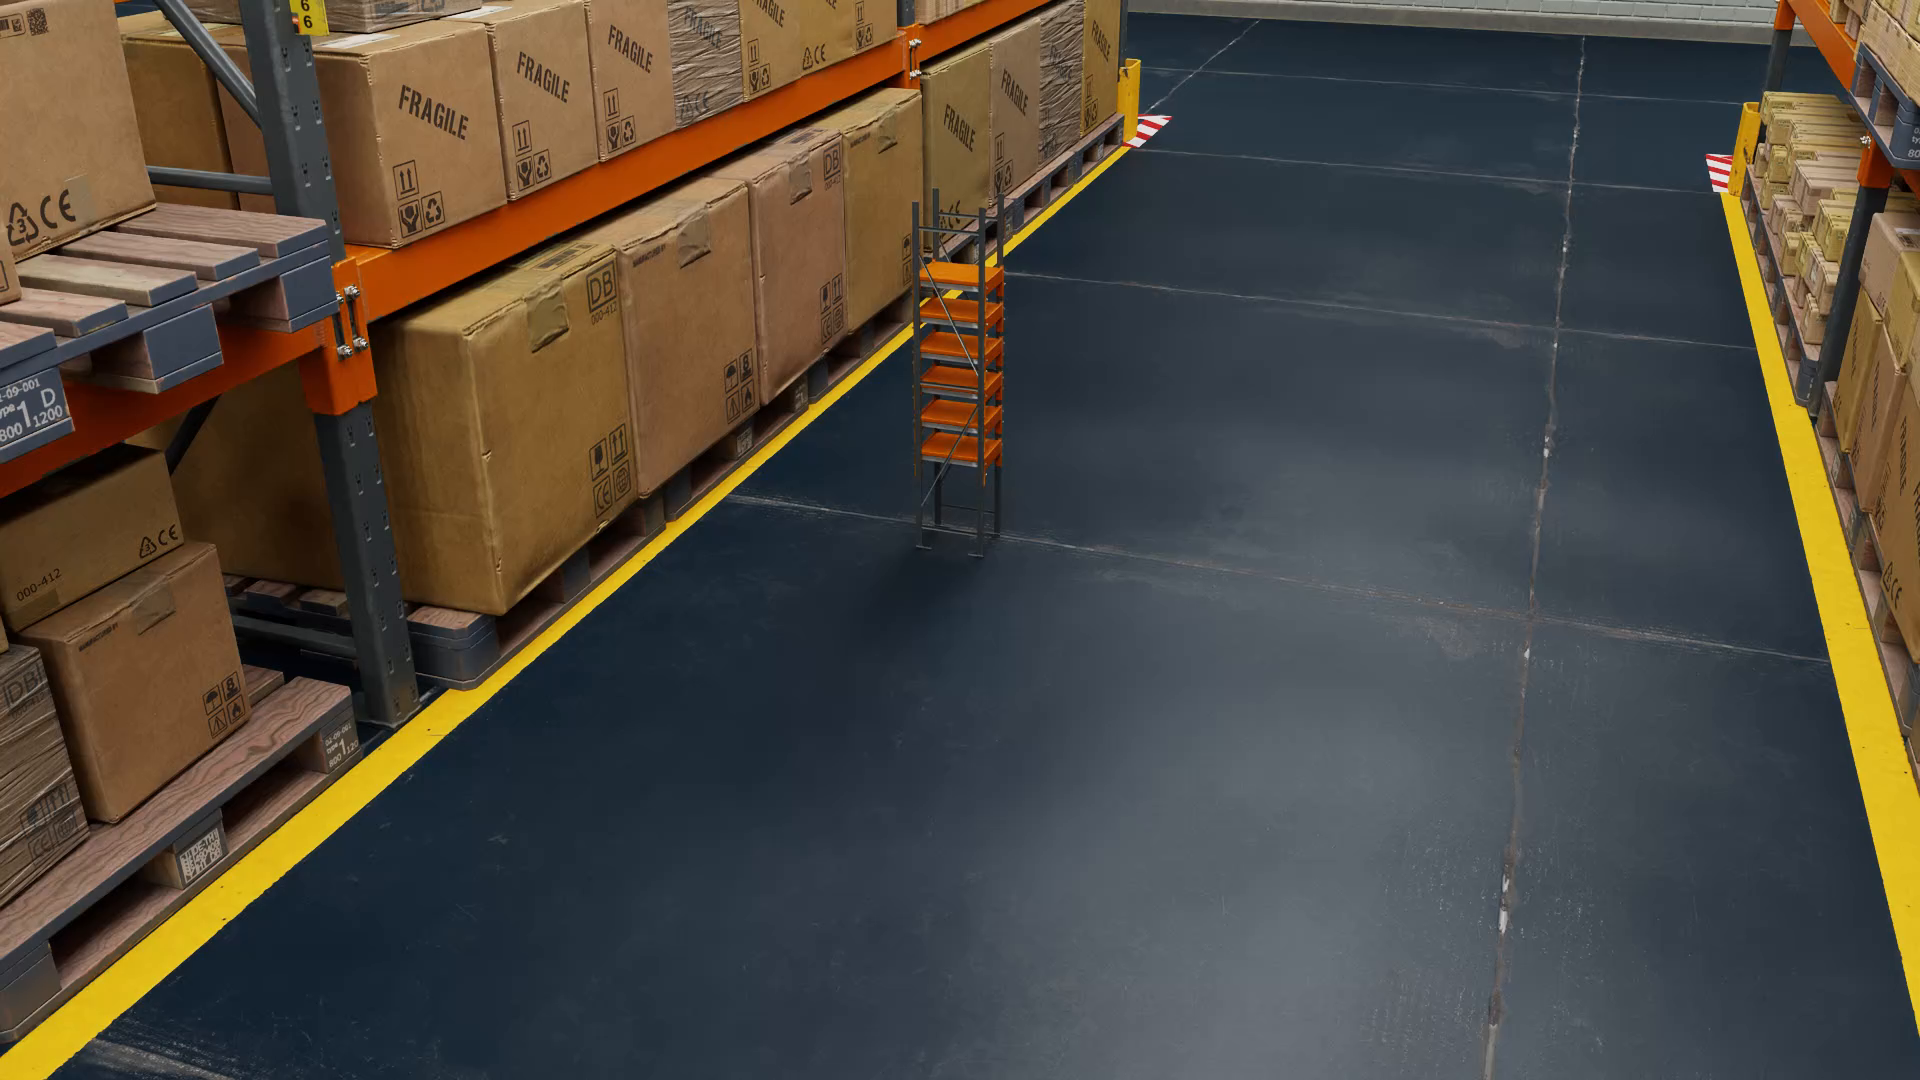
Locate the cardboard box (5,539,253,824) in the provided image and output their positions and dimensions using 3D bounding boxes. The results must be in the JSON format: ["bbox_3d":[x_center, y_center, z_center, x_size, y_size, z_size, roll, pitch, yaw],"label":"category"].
[{"bbox_3d":[-2.231,0.293,4.066,0.700,0.500,0.500,7,27,15],"label":"cardboard box"}]

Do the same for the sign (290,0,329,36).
[{"bbox_3d":[-1.512,-1.323,3.802,0.100,0.325,0.005,9,27,17],"label":"sign"}]

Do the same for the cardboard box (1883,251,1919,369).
[{"bbox_3d":[3.278,-0.712,5.304,0.500,0.250,0.500,10,27,19],"label":"cardboard box"}]

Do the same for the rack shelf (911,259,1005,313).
[{"bbox_3d":[-0.005,-0.818,5.339,0.258,0.103,0.180,9,27,17],"label":"rack shelf"}]

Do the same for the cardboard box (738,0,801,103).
[{"bbox_3d":[-0.932,-1.951,6.223,0.500,0.500,0.500,8,27,17],"label":"cardboard box"}]

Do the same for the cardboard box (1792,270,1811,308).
[{"bbox_3d":[3.950,-1.124,7.419,0.380,0.149,0.250,8,27,16],"label":"cardboard box"}]

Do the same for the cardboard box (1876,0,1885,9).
[{"bbox_3d":[3.383,-1.910,5.717,0.380,0.149,0.250,9,27,18],"label":"cardboard box"}]

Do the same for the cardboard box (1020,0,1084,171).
[{"bbox_3d":[0.195,-2.784,10.014,0.875,0.875,0.875,9,27,17],"label":"cardboard box"}]

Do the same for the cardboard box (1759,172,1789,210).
[{"bbox_3d":[4.528,-1.864,8.948,0.380,0.149,0.250,9,27,18],"label":"cardboard box"}]

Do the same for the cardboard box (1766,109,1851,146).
[{"bbox_3d":[4.601,-2.231,9.022,0.380,0.149,0.250,9,27,17],"label":"cardboard box"}]

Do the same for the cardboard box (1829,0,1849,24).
[{"bbox_3d":[4.275,-2.486,7.731,0.380,0.149,0.250,9,27,18],"label":"cardboard box"}]

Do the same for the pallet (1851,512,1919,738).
[{"bbox_3d":[3.286,0.283,4.923,1.003,0.211,1.213,9,27,17],"label":"pallet"}]

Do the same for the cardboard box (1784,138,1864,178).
[{"bbox_3d":[4.365,-1.903,8.345,0.380,0.149,0.250,9,27,18],"label":"cardboard box"}]

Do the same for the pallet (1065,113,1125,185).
[{"bbox_3d":[0.443,-2.605,10.887,1.003,0.211,1.213,9,27,17],"label":"pallet"}]

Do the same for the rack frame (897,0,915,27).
[{"bbox_3d":[-0.696,-2.556,7.587,1.000,3.000,0.127,9,27,17],"label":"rack frame"}]

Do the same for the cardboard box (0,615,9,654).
[{"bbox_3d":[-2.388,0.177,3.446,0.500,0.250,0.500,12,28,23],"label":"cardboard box"}]

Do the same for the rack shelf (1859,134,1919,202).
[{"bbox_3d":[3.282,-0.649,4.475,1.077,0.370,4.000,9,27,17],"label":"rack shelf"}]

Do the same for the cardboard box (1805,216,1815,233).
[{"bbox_3d":[4.146,-1.432,7.715,0.380,0.149,0.250,9,27,19],"label":"cardboard box"}]

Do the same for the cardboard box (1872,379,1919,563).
[{"bbox_3d":[3.116,-0.159,5.023,0.500,0.500,0.500,9,27,18],"label":"cardboard box"}]

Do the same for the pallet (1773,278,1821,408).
[{"bbox_3d":[4.138,-0.821,7.204,1.003,0.211,1.213,9,27,17],"label":"pallet"}]

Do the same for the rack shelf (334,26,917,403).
[{"bbox_3d":[-1.361,-1.410,6.046,1.077,0.370,4.000,9,27,17],"label":"rack shelf"}]

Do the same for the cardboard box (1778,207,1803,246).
[{"bbox_3d":[4.301,-1.538,8.274,0.380,0.149,0.250,9,27,17],"label":"cardboard box"}]

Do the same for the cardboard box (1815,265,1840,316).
[{"bbox_3d":[3.753,-1.010,6.843,0.380,0.149,0.250,9,27,18],"label":"cardboard box"}]

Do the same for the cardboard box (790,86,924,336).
[{"bbox_3d":[-0.890,-1.523,7.409,1.225,0.875,0.875,9,27,18],"label":"cardboard box"}]

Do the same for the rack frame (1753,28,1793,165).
[{"bbox_3d":[5.279,-3.439,9.410,1.000,3.000,0.127,9,27,17],"label":"rack frame"}]

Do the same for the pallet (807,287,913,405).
[{"bbox_3d":[-0.881,-0.973,7.517,1.003,0.211,1.213,9,27,17],"label":"pallet"}]

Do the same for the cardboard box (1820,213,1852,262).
[{"bbox_3d":[3.869,-1.263,7.024,0.380,0.149,0.250,9,27,18],"label":"cardboard box"}]

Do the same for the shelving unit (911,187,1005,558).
[{"bbox_3d":[-0.005,-0.534,5.476,0.258,1.200,0.189,9,27,17],"label":"shelving unit"}]

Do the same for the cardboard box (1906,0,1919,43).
[{"bbox_3d":[3.127,-1.590,5.057,0.380,0.149,0.250,8,27,15],"label":"cardboard box"}]

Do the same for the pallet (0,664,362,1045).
[{"bbox_3d":[-2.288,0.664,4.137,1.003,0.211,1.213,9,27,17],"label":"pallet"}]

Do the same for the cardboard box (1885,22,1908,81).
[{"bbox_3d":[3.210,-1.559,5.334,0.380,0.149,0.250,9,27,18],"label":"cardboard box"}]

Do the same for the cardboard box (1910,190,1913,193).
[{"bbox_3d":[4.683,-1.623,7.767,0.380,0.149,0.250,8,27,15],"label":"cardboard box"}]

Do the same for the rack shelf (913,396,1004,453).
[{"bbox_3d":[-0.005,-0.386,5.548,0.258,0.103,0.180,9,27,17],"label":"rack shelf"}]

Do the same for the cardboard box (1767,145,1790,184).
[{"bbox_3d":[4.533,-1.993,8.873,0.380,0.149,0.250,10,27,19],"label":"cardboard box"}]

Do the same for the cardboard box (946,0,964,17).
[{"bbox_3d":[-0.196,-2.624,8.016,0.380,0.149,0.250,8,27,16],"label":"cardboard box"}]

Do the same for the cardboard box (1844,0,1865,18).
[{"bbox_3d":[4.016,-2.427,6.864,0.500,0.500,0.500,8,27,16],"label":"cardboard box"}]

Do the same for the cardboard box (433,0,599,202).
[{"bbox_3d":[-1.439,-1.330,4.939,0.500,0.500,0.500,8,27,16],"label":"cardboard box"}]

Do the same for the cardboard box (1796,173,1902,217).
[{"bbox_3d":[4.108,-1.587,7.692,0.380,0.149,0.250,7,27,15],"label":"cardboard box"}]

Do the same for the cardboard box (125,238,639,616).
[{"bbox_3d":[-1.777,-0.425,5.143,1.225,0.875,0.875,7,27,15],"label":"cardboard box"}]

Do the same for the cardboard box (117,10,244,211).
[{"bbox_3d":[-2.096,-1.196,4.663,0.500,0.500,0.500,10,27,19],"label":"cardboard box"}]
